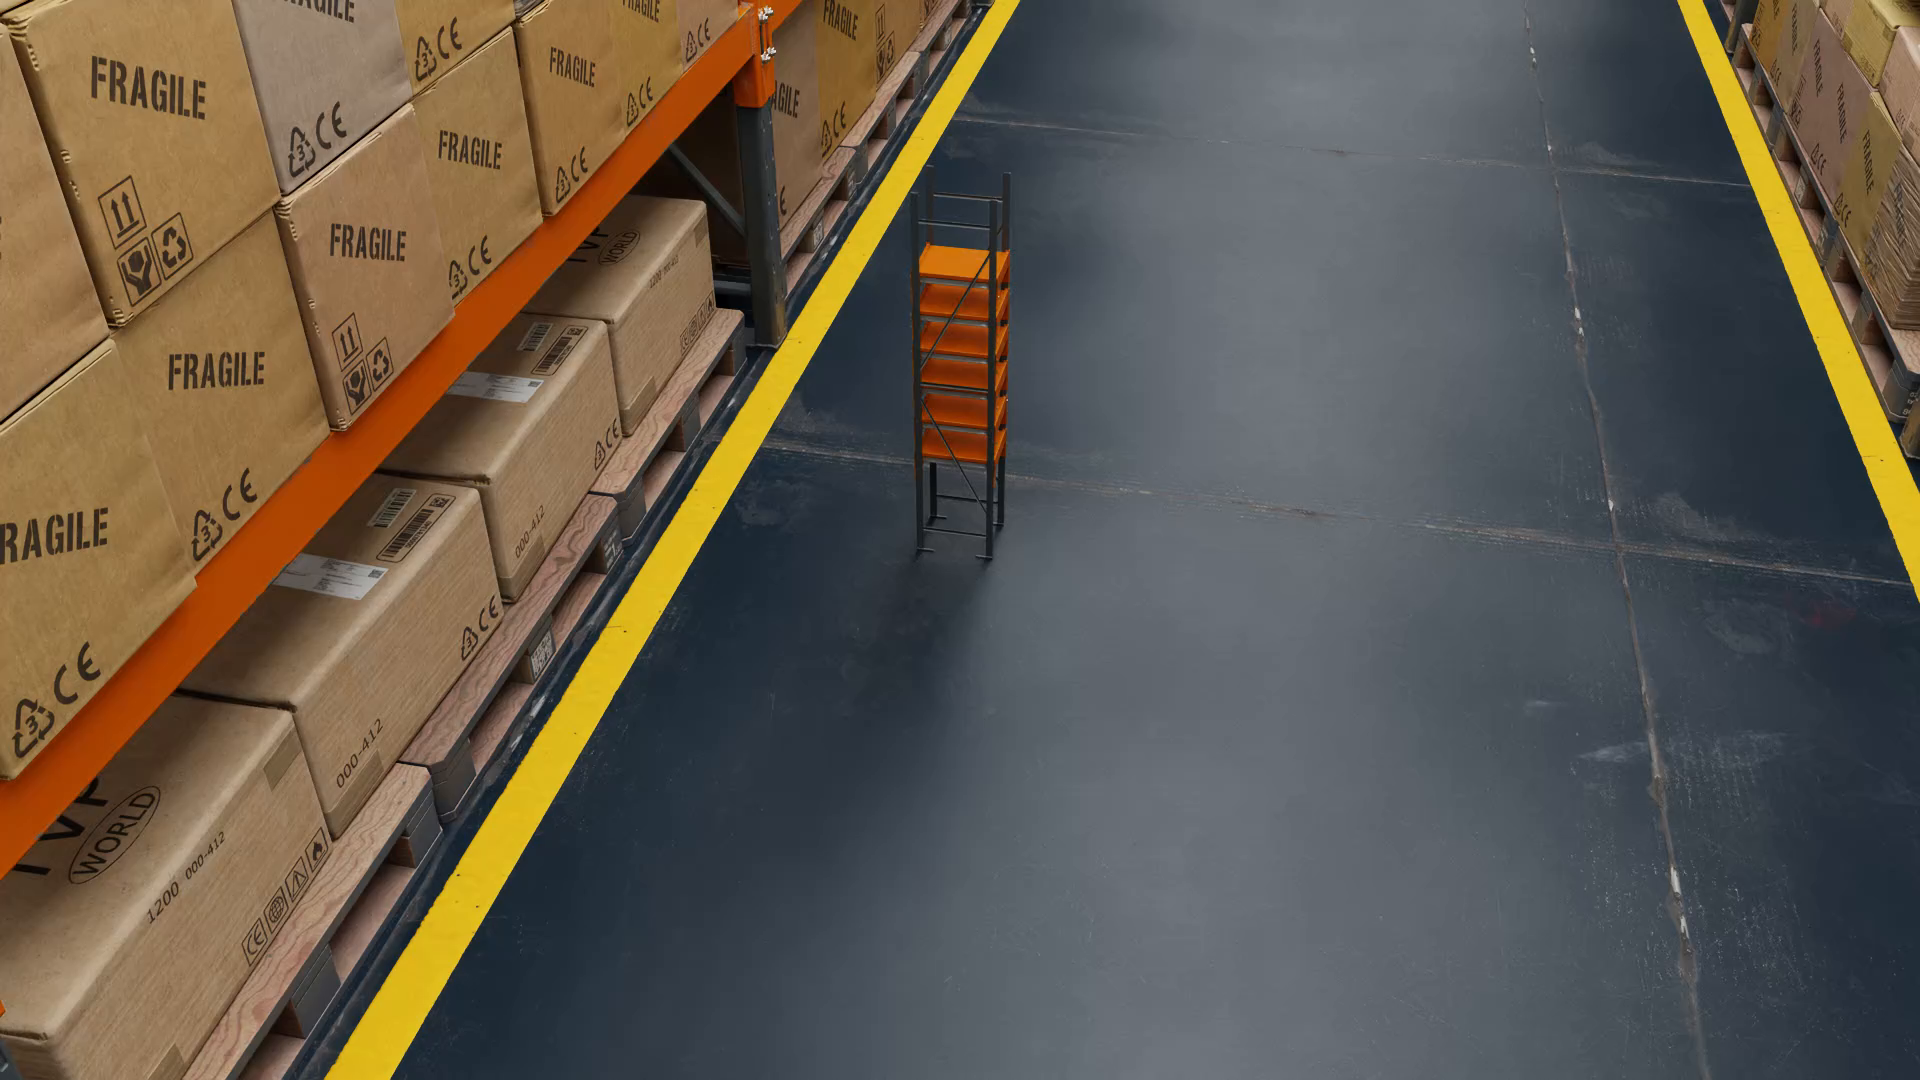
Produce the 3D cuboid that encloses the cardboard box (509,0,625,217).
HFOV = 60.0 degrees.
[{"bbox_3d":[-1.204,-1.176,4.231,0.500,0.500,0.500,7,36,9],"label":"cardboard box"}]

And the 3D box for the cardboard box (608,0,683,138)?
[{"bbox_3d":[-1.111,-1.466,4.631,0.500,0.500,0.500,6,36,9],"label":"cardboard box"}]

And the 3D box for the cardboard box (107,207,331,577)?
[{"bbox_3d":[-1.548,-0.299,3.021,0.500,0.500,0.500,7,36,9],"label":"cardboard box"}]

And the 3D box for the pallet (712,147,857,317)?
[{"bbox_3d":[-1.066,-1.342,6.921,1.003,0.211,1.213,7,37,10],"label":"pallet"}]

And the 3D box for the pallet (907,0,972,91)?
[{"bbox_3d":[-0.545,-2.740,8.851,1.003,0.211,1.213,7,37,10],"label":"pallet"}]

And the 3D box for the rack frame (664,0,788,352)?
[{"bbox_3d":[-1.157,-2.019,5.479,1.000,3.000,0.127,7,37,10],"label":"rack frame"}]

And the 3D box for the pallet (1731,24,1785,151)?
[{"bbox_3d":[4.386,-2.173,8.068,1.003,0.211,1.213,7,37,10],"label":"pallet"}]

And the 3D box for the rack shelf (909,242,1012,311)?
[{"bbox_3d":[0.003,-0.750,4.724,0.258,0.103,0.180,7,37,10],"label":"rack shelf"}]

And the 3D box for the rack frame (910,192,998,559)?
[{"bbox_3d":[-0.016,-0.442,4.837,0.240,1.200,0.006,7,37,10],"label":"rack frame"}]

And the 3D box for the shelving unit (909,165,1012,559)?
[{"bbox_3d":[0.003,-0.494,4.909,0.258,1.200,0.189,7,37,10],"label":"shelving unit"}]

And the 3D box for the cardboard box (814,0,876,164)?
[{"bbox_3d":[-0.918,-2.213,7.200,0.875,0.875,0.875,8,37,11],"label":"cardboard box"}]

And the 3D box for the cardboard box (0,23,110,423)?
[{"bbox_3d":[-1.631,-0.410,2.323,0.500,0.500,0.500,7,36,9],"label":"cardboard box"}]

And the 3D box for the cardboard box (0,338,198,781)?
[{"bbox_3d":[-1.629,-0.005,2.616,0.500,0.500,0.500,7,37,10],"label":"cardboard box"}]

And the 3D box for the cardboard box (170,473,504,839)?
[{"bbox_3d":[-1.781,0.225,4.209,0.875,0.438,0.875,8,37,11],"label":"cardboard box"}]

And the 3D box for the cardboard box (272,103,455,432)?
[{"bbox_3d":[-1.421,-0.588,3.420,0.500,0.500,0.500,7,37,10],"label":"cardboard box"}]

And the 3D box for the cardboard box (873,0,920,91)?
[{"bbox_3d":[-0.726,-2.725,7.907,0.875,0.875,0.875,8,37,11],"label":"cardboard box"}]

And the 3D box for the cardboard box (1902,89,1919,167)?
[{"bbox_3d":[3.612,-1.377,5.726,0.500,0.250,0.500,6,36,9],"label":"cardboard box"}]

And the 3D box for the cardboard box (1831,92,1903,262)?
[{"bbox_3d":[3.722,-1.364,6.348,0.500,0.500,0.500,6,36,9],"label":"cardboard box"}]

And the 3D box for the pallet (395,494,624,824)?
[{"bbox_3d":[-1.654,0.238,4.742,1.003,0.211,1.213,7,37,10],"label":"pallet"}]

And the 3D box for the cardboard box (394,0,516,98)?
[{"bbox_3d":[-1.319,-1.290,3.536,0.500,0.500,0.500,7,37,10],"label":"cardboard box"}]

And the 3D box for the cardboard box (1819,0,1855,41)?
[{"bbox_3d":[3.944,-2.273,6.964,0.500,0.250,0.500,8,37,10],"label":"cardboard box"}]

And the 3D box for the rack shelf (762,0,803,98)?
[{"bbox_3d":[-0.730,-2.874,7.273,1.077,0.370,4.000,7,37,10],"label":"rack shelf"}]

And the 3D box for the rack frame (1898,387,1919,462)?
[{"bbox_3d":[3.700,-1.456,4.703,1.000,3.000,0.127,7,37,10],"label":"rack frame"}]

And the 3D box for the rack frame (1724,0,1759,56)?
[{"bbox_3d":[4.555,-3.749,7.867,1.000,3.000,0.127,7,37,10],"label":"rack frame"}]

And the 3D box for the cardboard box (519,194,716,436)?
[{"bbox_3d":[-1.396,-0.805,5.630,0.875,0.438,0.875,7,36,9],"label":"cardboard box"}]

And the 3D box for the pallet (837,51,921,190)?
[{"bbox_3d":[-0.808,-2.043,7.889,1.003,0.211,1.213,7,37,10],"label":"pallet"}]

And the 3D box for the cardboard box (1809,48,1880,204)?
[{"bbox_3d":[3.836,-1.658,6.753,0.500,0.500,0.500,7,36,9],"label":"cardboard box"}]

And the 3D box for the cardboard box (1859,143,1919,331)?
[{"bbox_3d":[3.612,-1.070,5.943,0.500,0.500,0.500,7,36,9],"label":"cardboard box"}]

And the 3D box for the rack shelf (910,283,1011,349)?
[{"bbox_3d":[0.003,-0.652,4.795,0.258,0.103,0.180,7,37,10],"label":"rack shelf"}]

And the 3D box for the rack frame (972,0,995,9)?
[{"bbox_3d":[-0.303,-4.312,8.643,1.000,3.000,0.127,7,37,10],"label":"rack frame"}]

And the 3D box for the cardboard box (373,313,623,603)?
[{"bbox_3d":[-1.587,-0.292,4.922,0.875,0.438,0.875,6,36,9],"label":"cardboard box"}]

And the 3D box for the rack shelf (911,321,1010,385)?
[{"bbox_3d":[0.003,-0.555,4.865,0.258,0.103,0.180,7,37,10],"label":"rack shelf"}]

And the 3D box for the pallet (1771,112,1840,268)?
[{"bbox_3d":[4.123,-1.475,7.106,1.003,0.211,1.213,7,37,10],"label":"pallet"}]

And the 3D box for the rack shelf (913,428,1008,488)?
[{"bbox_3d":[0.003,-0.264,5.076,0.258,0.103,0.180,7,37,10],"label":"rack shelf"}]

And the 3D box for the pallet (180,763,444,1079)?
[{"bbox_3d":[-1.917,0.935,3.780,1.003,0.211,1.213,7,37,10],"label":"pallet"}]

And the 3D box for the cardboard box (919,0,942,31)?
[{"bbox_3d":[-0.531,-3.236,8.612,0.875,0.875,0.875,7,37,10],"label":"cardboard box"}]

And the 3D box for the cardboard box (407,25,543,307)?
[{"bbox_3d":[-1.331,-0.877,3.819,0.500,0.500,0.500,8,37,12],"label":"cardboard box"}]

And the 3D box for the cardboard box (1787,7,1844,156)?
[{"bbox_3d":[3.945,-1.950,7.157,0.500,0.500,0.500,6,36,9],"label":"cardboard box"}]

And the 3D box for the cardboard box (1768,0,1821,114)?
[{"bbox_3d":[4.050,-2.245,7.564,0.500,0.500,0.500,8,37,11],"label":"cardboard box"}]

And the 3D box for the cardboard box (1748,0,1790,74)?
[{"bbox_3d":[4.154,-2.534,7.962,0.500,0.500,0.500,6,36,8],"label":"cardboard box"}]

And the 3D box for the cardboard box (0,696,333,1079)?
[{"bbox_3d":[-1.968,0.751,3.483,0.875,0.438,0.875,6,36,8],"label":"cardboard box"}]

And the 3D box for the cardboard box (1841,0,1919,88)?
[{"bbox_3d":[3.834,-1.974,6.551,0.500,0.250,0.500,6,36,8],"label":"cardboard box"}]

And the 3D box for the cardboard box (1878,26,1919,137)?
[{"bbox_3d":[3.735,-1.669,6.131,0.500,0.250,0.500,9,37,12],"label":"cardboard box"}]

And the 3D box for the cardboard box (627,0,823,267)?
[{"bbox_3d":[-1.103,-1.694,6.484,0.875,0.875,0.875,8,37,11],"label":"cardboard box"}]

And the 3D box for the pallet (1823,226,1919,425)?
[{"bbox_3d":[3.865,-0.774,6.138,1.003,0.211,1.213,7,37,10],"label":"pallet"}]

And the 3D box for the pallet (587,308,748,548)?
[{"bbox_3d":[-1.396,-0.464,5.710,1.003,0.211,1.213,7,37,10],"label":"pallet"}]

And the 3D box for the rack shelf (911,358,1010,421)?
[{"bbox_3d":[0.003,-0.458,4.935,0.258,0.103,0.180,7,37,10],"label":"rack shelf"}]

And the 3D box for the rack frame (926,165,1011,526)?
[{"bbox_3d":[0.023,-0.547,4.982,0.240,1.200,0.006,7,37,10],"label":"rack frame"}]

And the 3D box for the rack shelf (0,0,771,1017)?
[{"bbox_3d":[-1.584,-0.581,4.108,1.077,0.370,4.000,7,37,10],"label":"rack shelf"}]

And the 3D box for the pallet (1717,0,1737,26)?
[{"bbox_3d":[4.797,-3.063,9.296,1.003,0.211,1.213,7,37,10],"label":"pallet"}]

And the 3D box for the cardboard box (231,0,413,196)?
[{"bbox_3d":[-1.425,-1.004,3.141,0.500,0.500,0.500,7,37,10],"label":"cardboard box"}]

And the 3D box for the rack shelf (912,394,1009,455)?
[{"bbox_3d":[0.003,-0.361,5.006,0.258,0.103,0.180,7,37,10],"label":"rack shelf"}]

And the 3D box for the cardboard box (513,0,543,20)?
[{"bbox_3d":[-1.204,-1.576,3.931,0.500,0.500,0.500,8,37,11],"label":"cardboard box"}]

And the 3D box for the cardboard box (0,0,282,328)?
[{"bbox_3d":[-1.527,-0.707,2.733,0.500,0.500,0.500,6,36,9],"label":"cardboard box"}]

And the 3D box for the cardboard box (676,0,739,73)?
[{"bbox_3d":[-1.007,-1.761,5.039,0.500,0.500,0.500,8,37,10],"label":"cardboard box"}]
